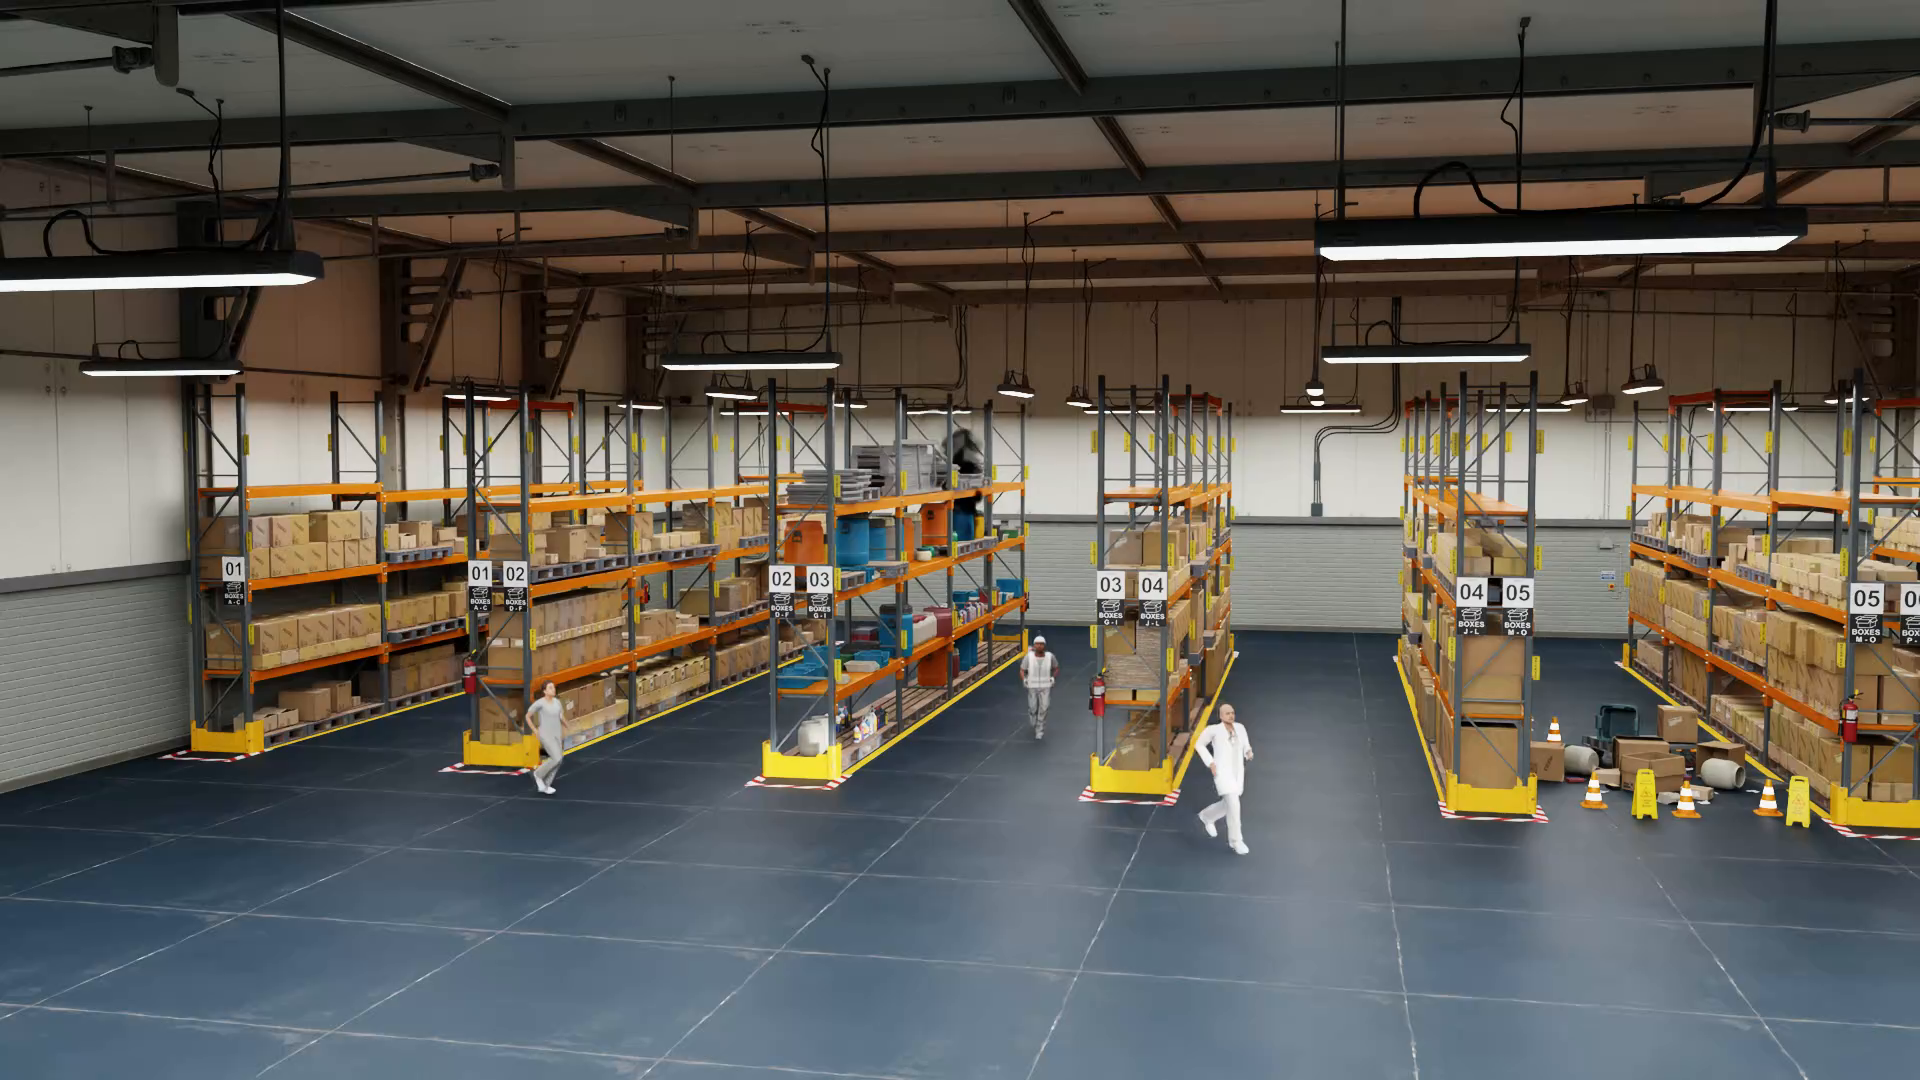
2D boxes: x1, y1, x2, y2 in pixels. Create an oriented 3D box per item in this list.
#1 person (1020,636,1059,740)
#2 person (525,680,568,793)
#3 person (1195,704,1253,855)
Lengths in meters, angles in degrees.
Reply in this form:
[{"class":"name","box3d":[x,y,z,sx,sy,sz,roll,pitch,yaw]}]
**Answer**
[{"class":"person","box3d":[1.364,2.514,28.373,0.681,1.748,0.735,0,3,-1]},{"class":"person","box3d":[-5.843,2.819,23.781,0.564,1.630,0.558,2,4,32]},{"class":"person","box3d":[3.319,2.930,20.708,0.693,1.792,0.972,-2,4,-29]}]
